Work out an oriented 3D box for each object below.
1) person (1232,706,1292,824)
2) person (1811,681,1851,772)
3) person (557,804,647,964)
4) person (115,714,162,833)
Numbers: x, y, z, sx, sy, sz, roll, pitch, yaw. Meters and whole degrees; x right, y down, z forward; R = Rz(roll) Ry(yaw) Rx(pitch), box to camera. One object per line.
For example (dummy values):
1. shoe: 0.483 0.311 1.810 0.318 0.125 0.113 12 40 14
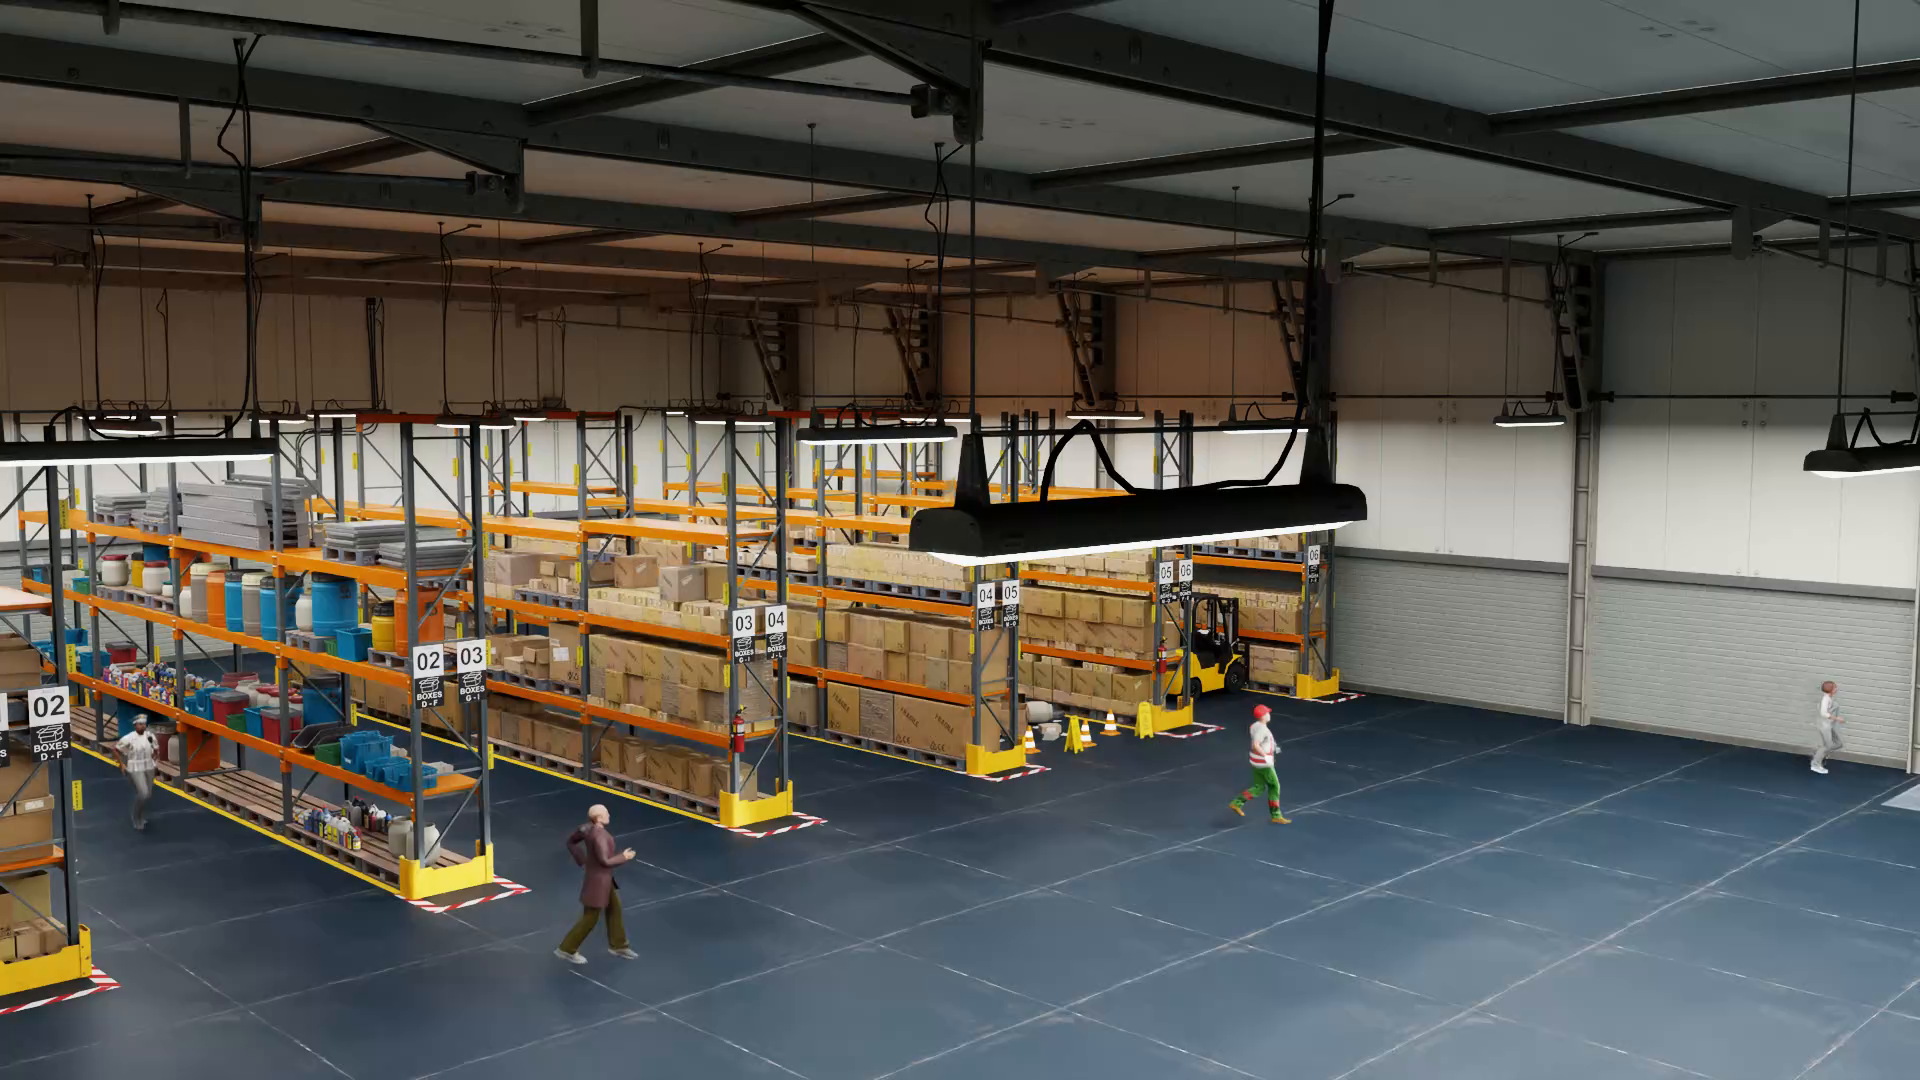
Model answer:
1. person: 4.481 3.319 24.531 0.867 1.764 0.686 -1 5 -7
2. person: 14.583 3.125 27.811 0.596 1.564 0.534 4 6 39
3. person: -3.967 3.823 18.422 1.008 1.809 0.705 -2 5 -21
4. person: -11.906 3.391 24.227 0.716 1.745 0.543 3 6 35
